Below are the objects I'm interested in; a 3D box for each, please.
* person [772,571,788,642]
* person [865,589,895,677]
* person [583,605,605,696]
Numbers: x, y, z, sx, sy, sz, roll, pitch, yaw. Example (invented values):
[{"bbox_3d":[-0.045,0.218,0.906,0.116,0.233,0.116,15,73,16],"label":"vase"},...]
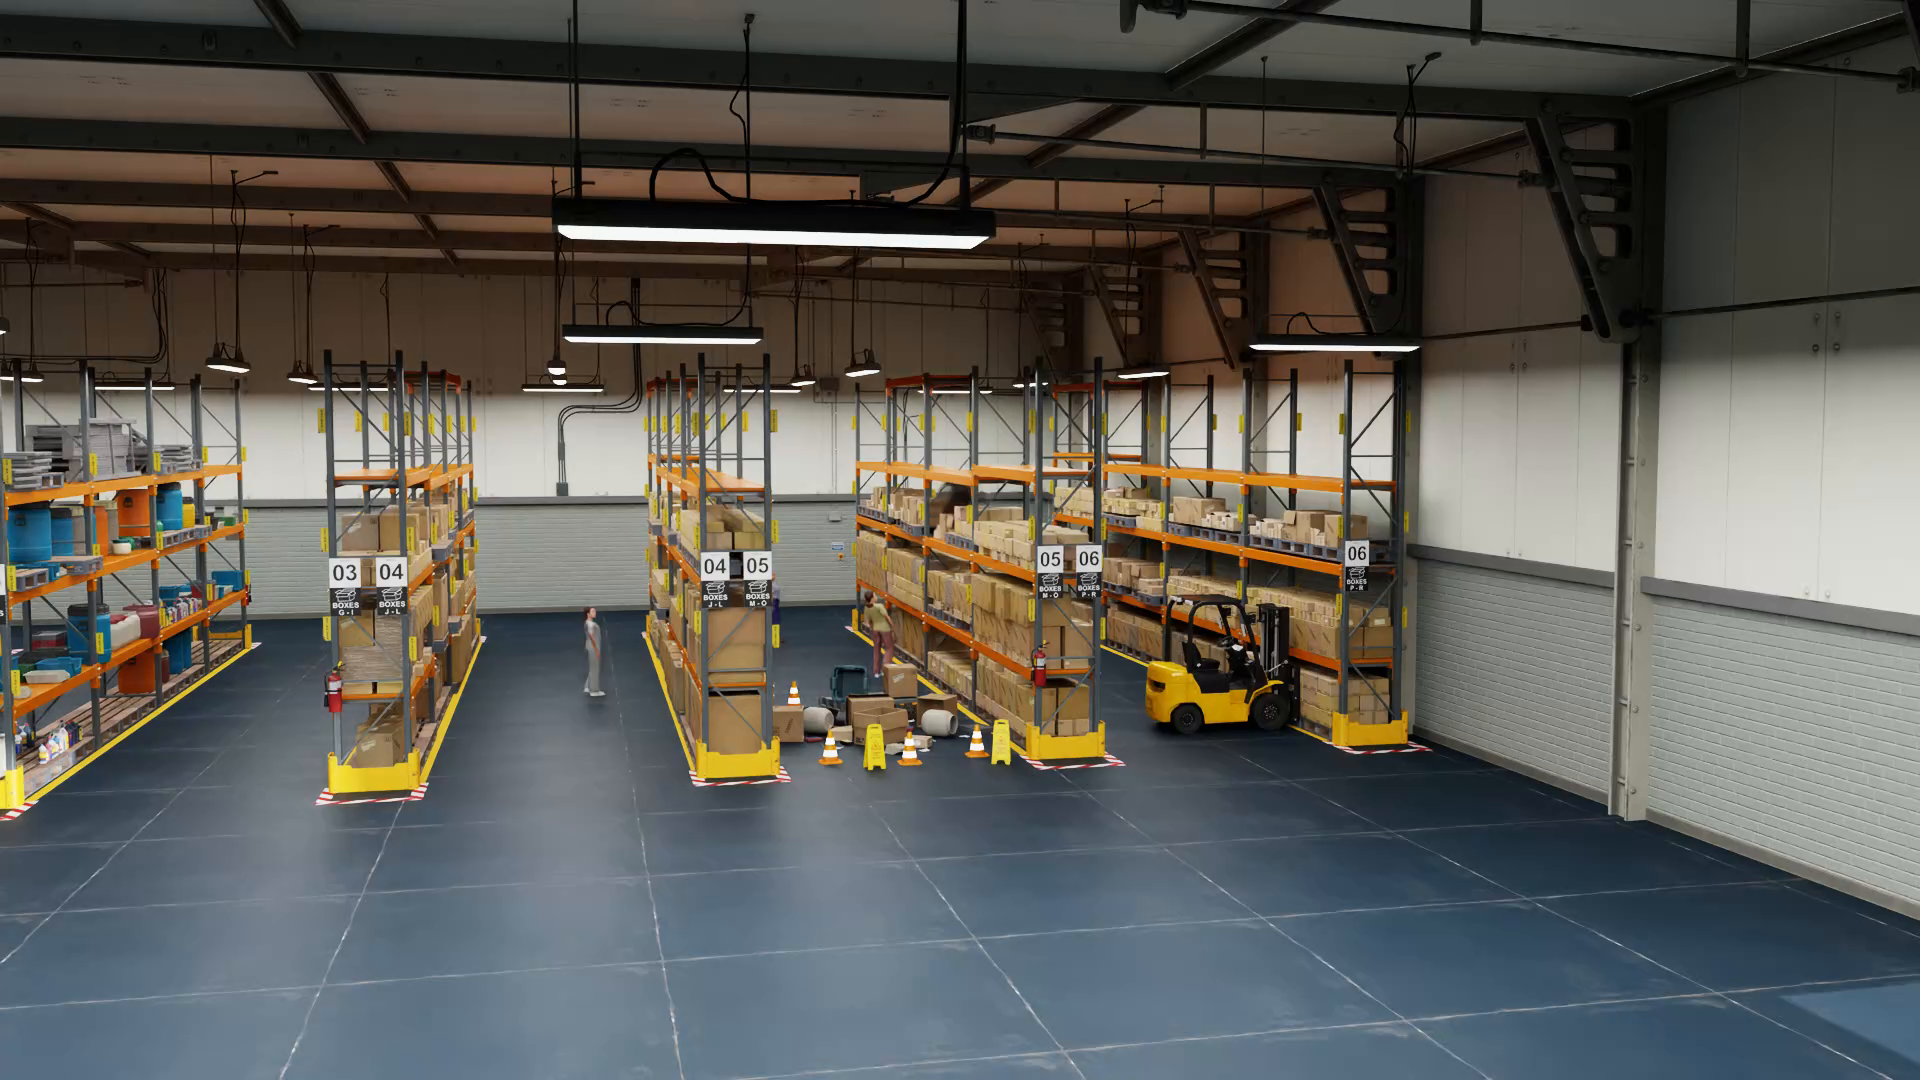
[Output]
[{"bbox_3d":[-4.277,1.514,38.342,0.486,1.655,0.556,-2,4,-25],"label":"person"},{"bbox_3d":[-1.480,1.742,30.869,0.569,1.667,0.477,1,4,19],"label":"person"},{"bbox_3d":[-6.748,2.039,30.608,0.390,1.686,0.495,-2,4,-21],"label":"person"}]
